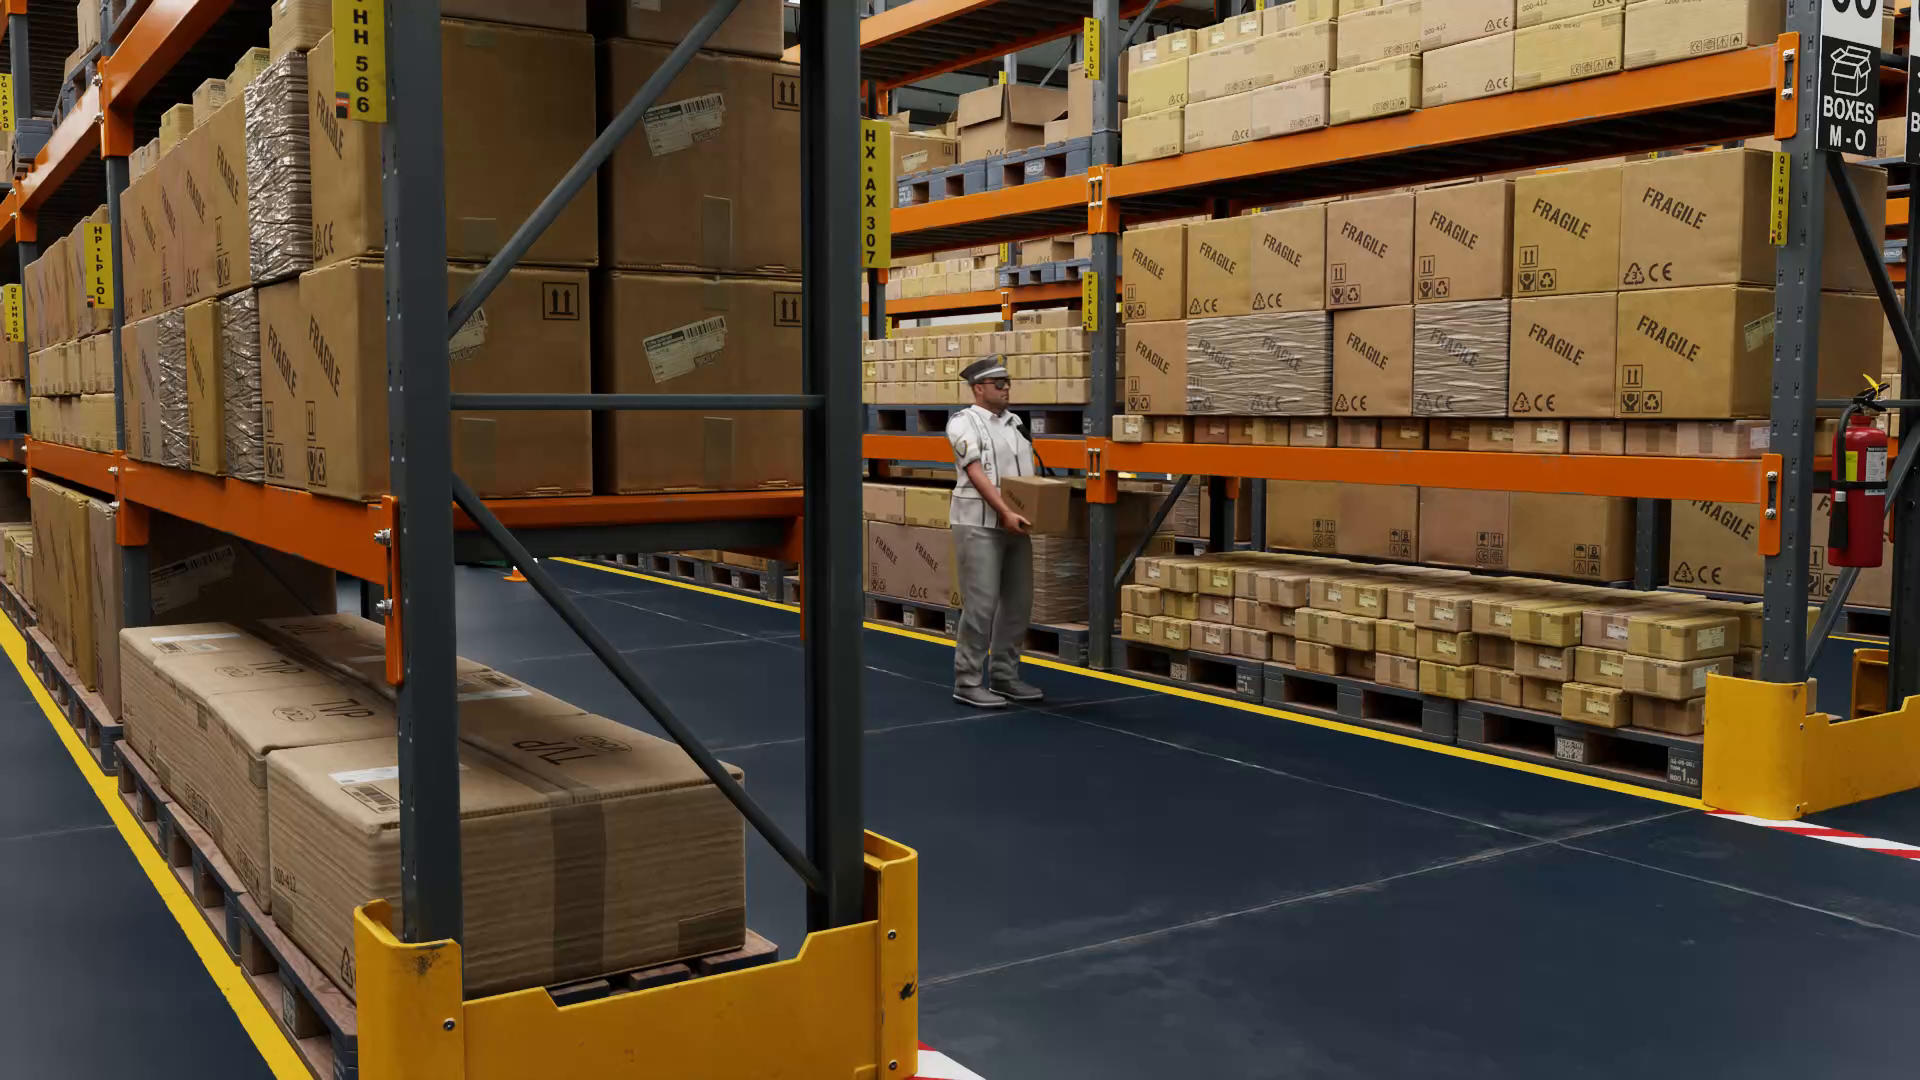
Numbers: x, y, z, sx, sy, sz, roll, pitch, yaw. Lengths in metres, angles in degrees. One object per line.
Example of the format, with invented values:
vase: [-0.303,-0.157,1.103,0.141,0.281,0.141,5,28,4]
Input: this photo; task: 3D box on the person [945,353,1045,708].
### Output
person: [0.240,-0.053,8.379,0.563,1.762,0.494,4,6,44]
